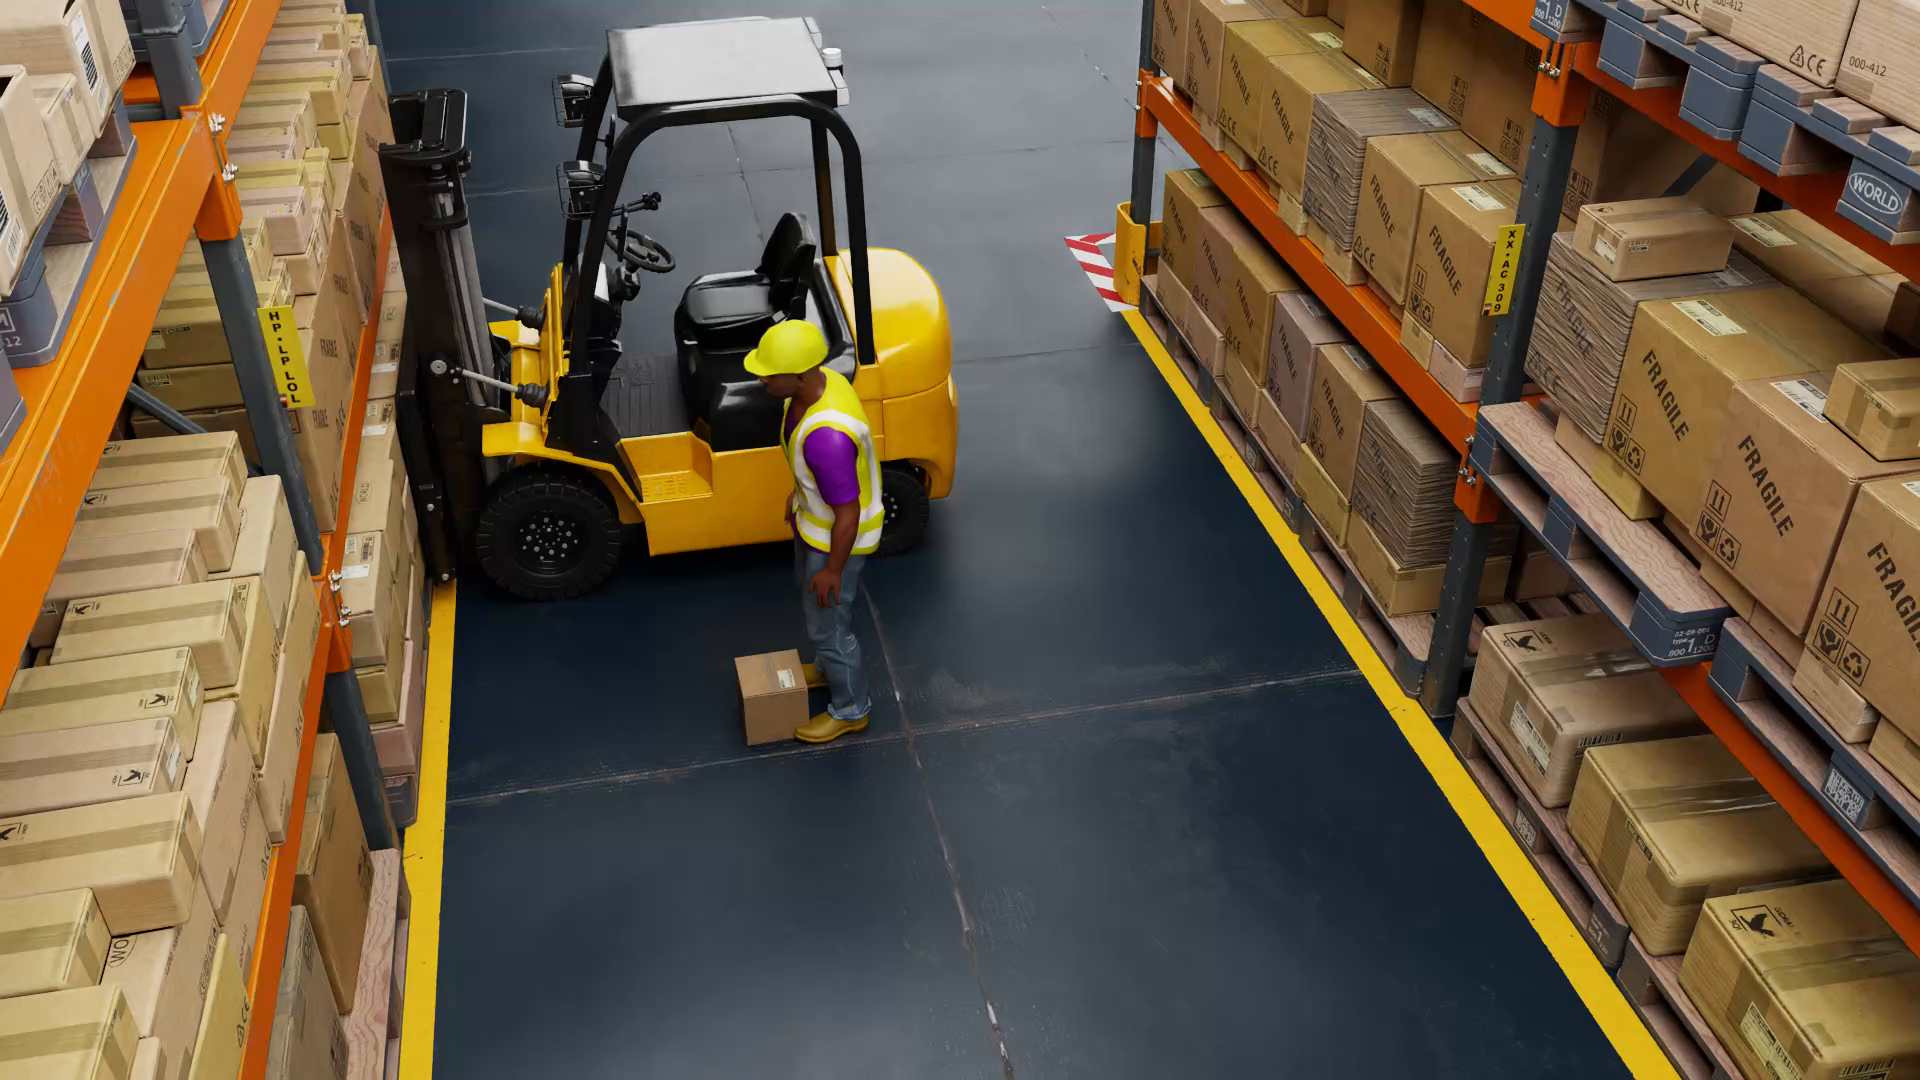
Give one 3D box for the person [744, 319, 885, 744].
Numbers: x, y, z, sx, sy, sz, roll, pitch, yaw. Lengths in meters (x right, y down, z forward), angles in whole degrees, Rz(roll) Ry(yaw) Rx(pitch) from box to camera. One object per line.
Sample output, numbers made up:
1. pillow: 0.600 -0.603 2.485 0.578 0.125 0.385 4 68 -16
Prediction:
1. person: -0.523 -0.036 6.180 0.461 1.761 0.637 -8 35 -12
